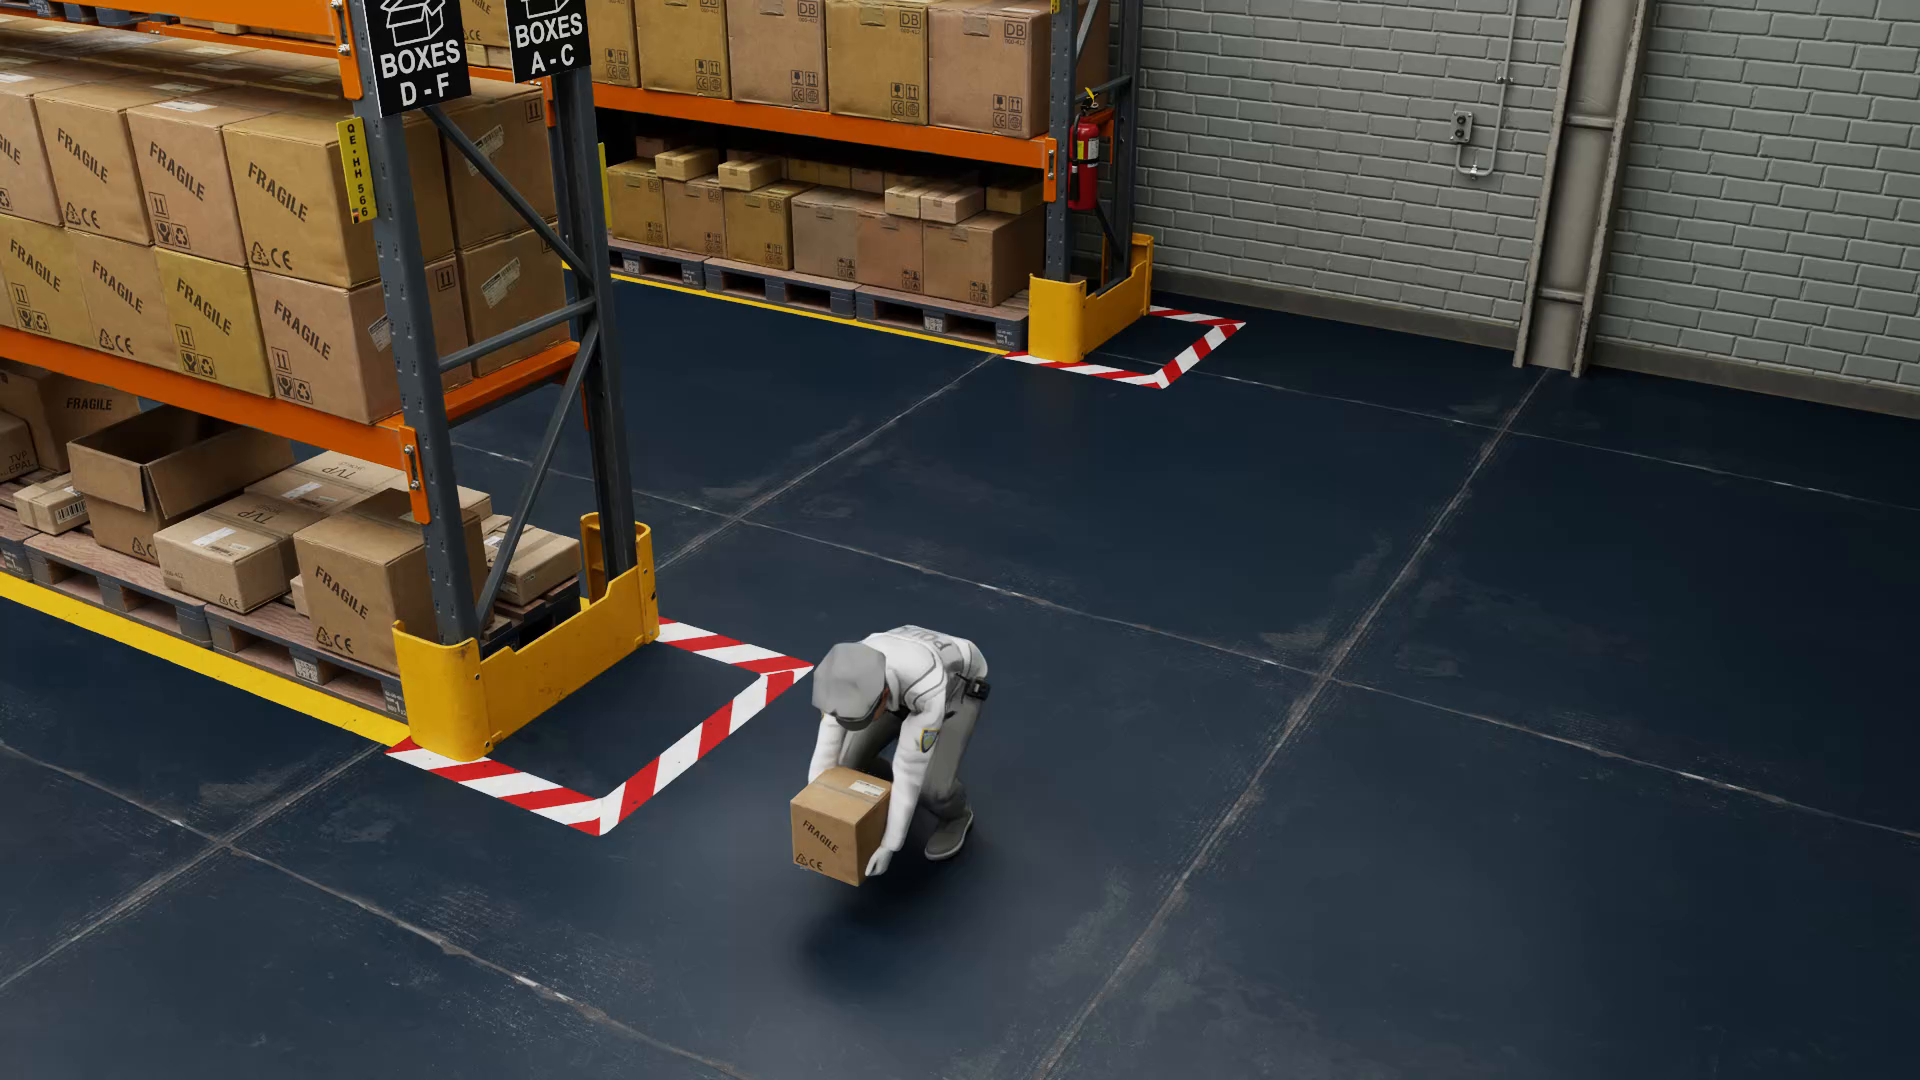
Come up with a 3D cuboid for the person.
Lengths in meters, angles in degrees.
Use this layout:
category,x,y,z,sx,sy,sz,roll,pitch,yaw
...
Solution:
category,x,y,z,sx,sy,sz,roll,pitch,yaw
person,-0.213,0.655,5.583,0.458,0.981,0.876,13,30,25
